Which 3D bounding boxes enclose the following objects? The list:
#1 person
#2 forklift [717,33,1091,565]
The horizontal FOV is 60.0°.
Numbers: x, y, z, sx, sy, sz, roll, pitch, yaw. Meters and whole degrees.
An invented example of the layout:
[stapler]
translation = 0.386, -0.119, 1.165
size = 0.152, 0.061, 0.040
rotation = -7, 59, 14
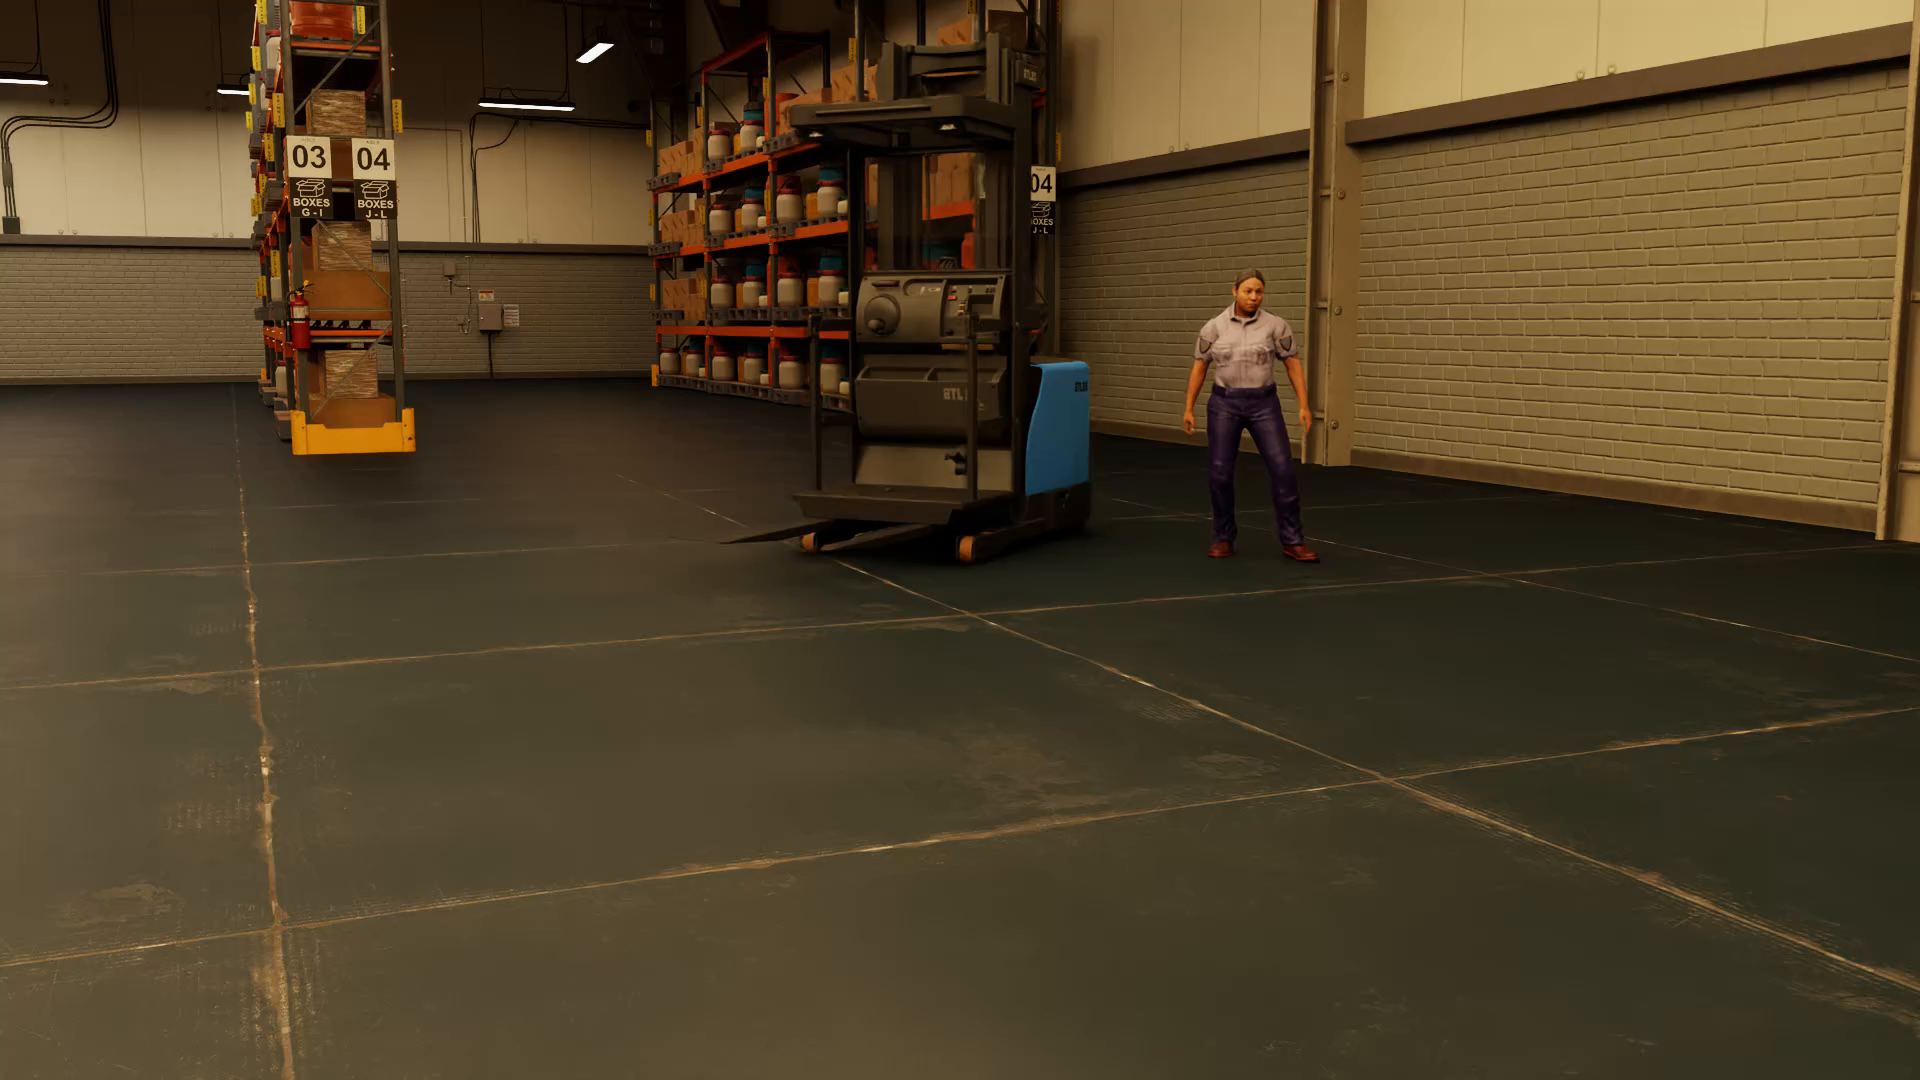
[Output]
[person]
translation = 1.643, -0.710, 9.360
size = 0.784, 1.625, 0.374
rotation = 2, 8, 11
[forklift]
translation = -0.264, -1.381, 9.416
size = 1.130, 2.935, 3.031
rotation = 4, 8, 26
